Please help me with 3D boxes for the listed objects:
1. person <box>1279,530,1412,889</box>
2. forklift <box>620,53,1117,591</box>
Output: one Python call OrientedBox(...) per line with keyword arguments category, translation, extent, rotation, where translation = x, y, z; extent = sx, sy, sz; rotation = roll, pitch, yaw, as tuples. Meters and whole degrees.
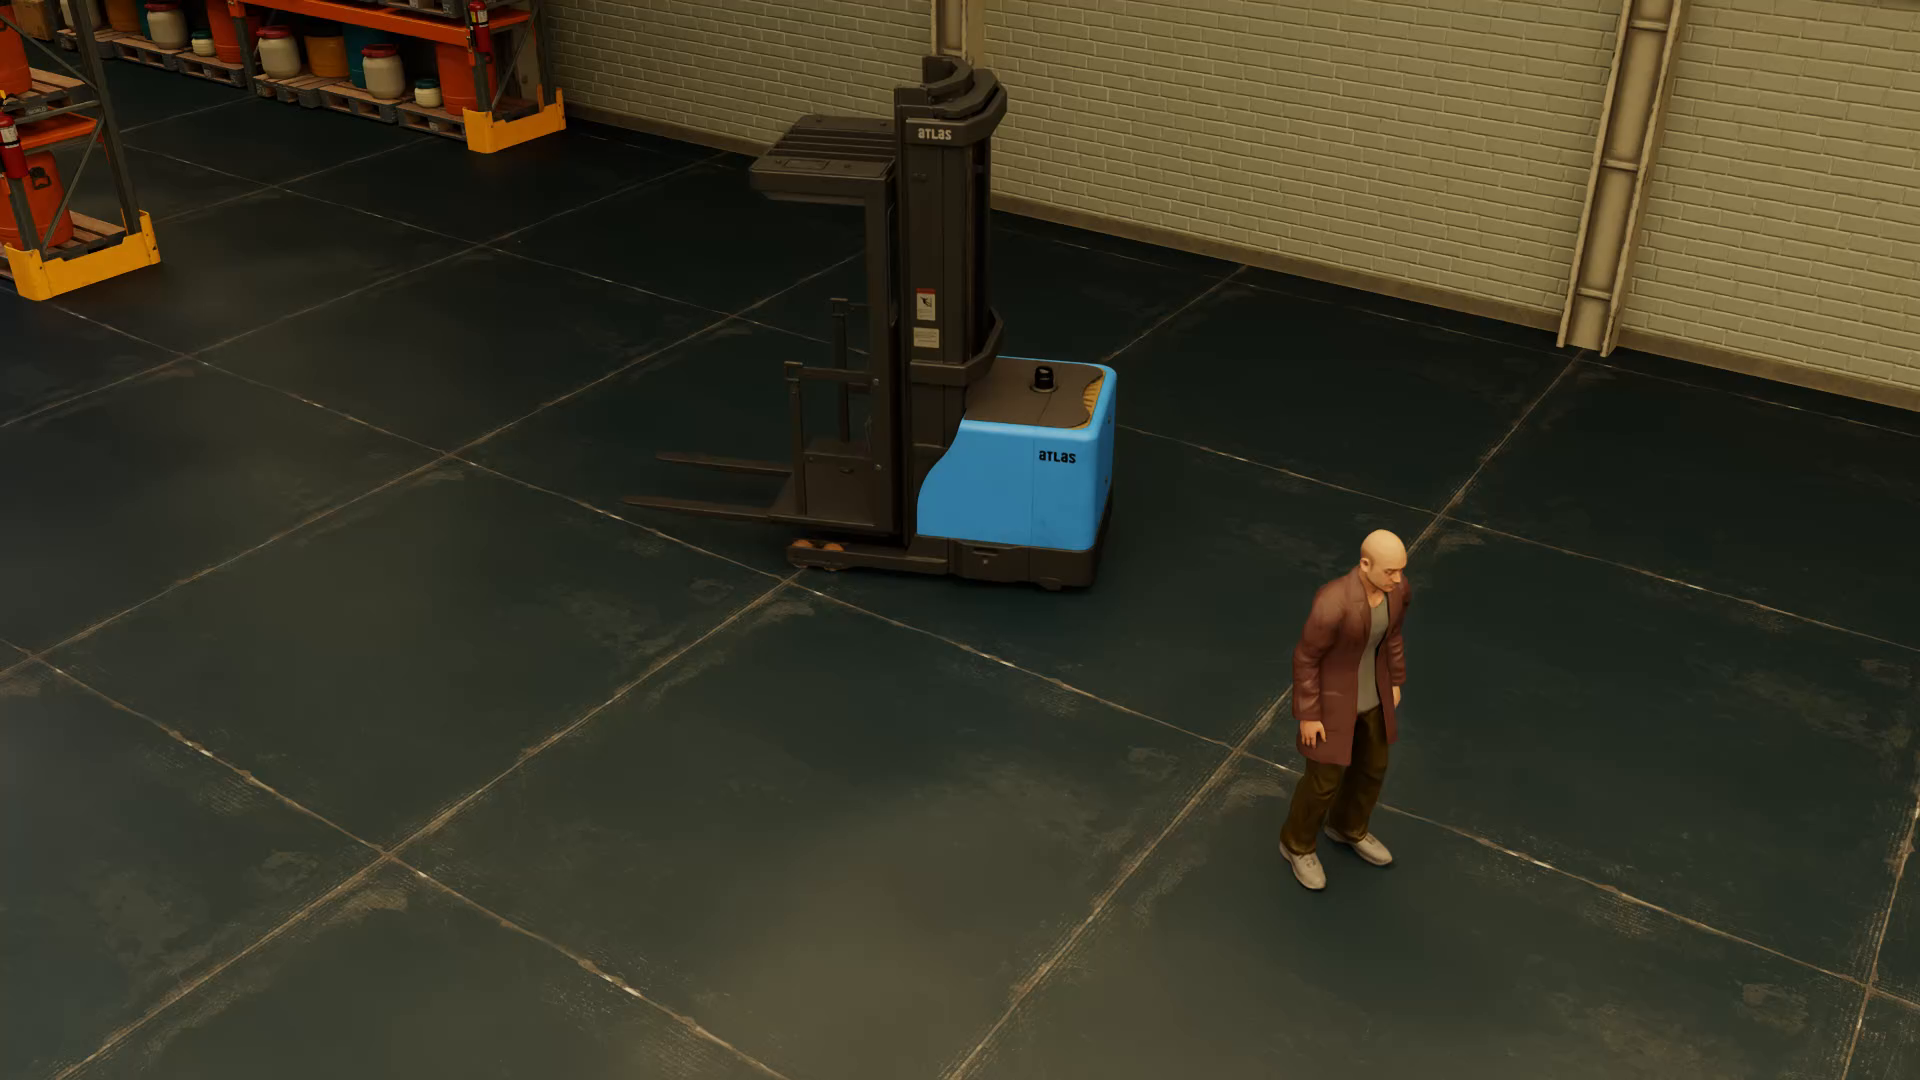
OrientedBox(category="person", translation=(1.763, 0.729, 7.483), extent=(0.644, 1.775, 0.439), rotation=(-16, 34, -26))
OrientedBox(category="forklift", translation=(-0.596, -1.330, 9.871), extent=(3.031, 2.935, 1.130), rotation=(6, 31, 10))
